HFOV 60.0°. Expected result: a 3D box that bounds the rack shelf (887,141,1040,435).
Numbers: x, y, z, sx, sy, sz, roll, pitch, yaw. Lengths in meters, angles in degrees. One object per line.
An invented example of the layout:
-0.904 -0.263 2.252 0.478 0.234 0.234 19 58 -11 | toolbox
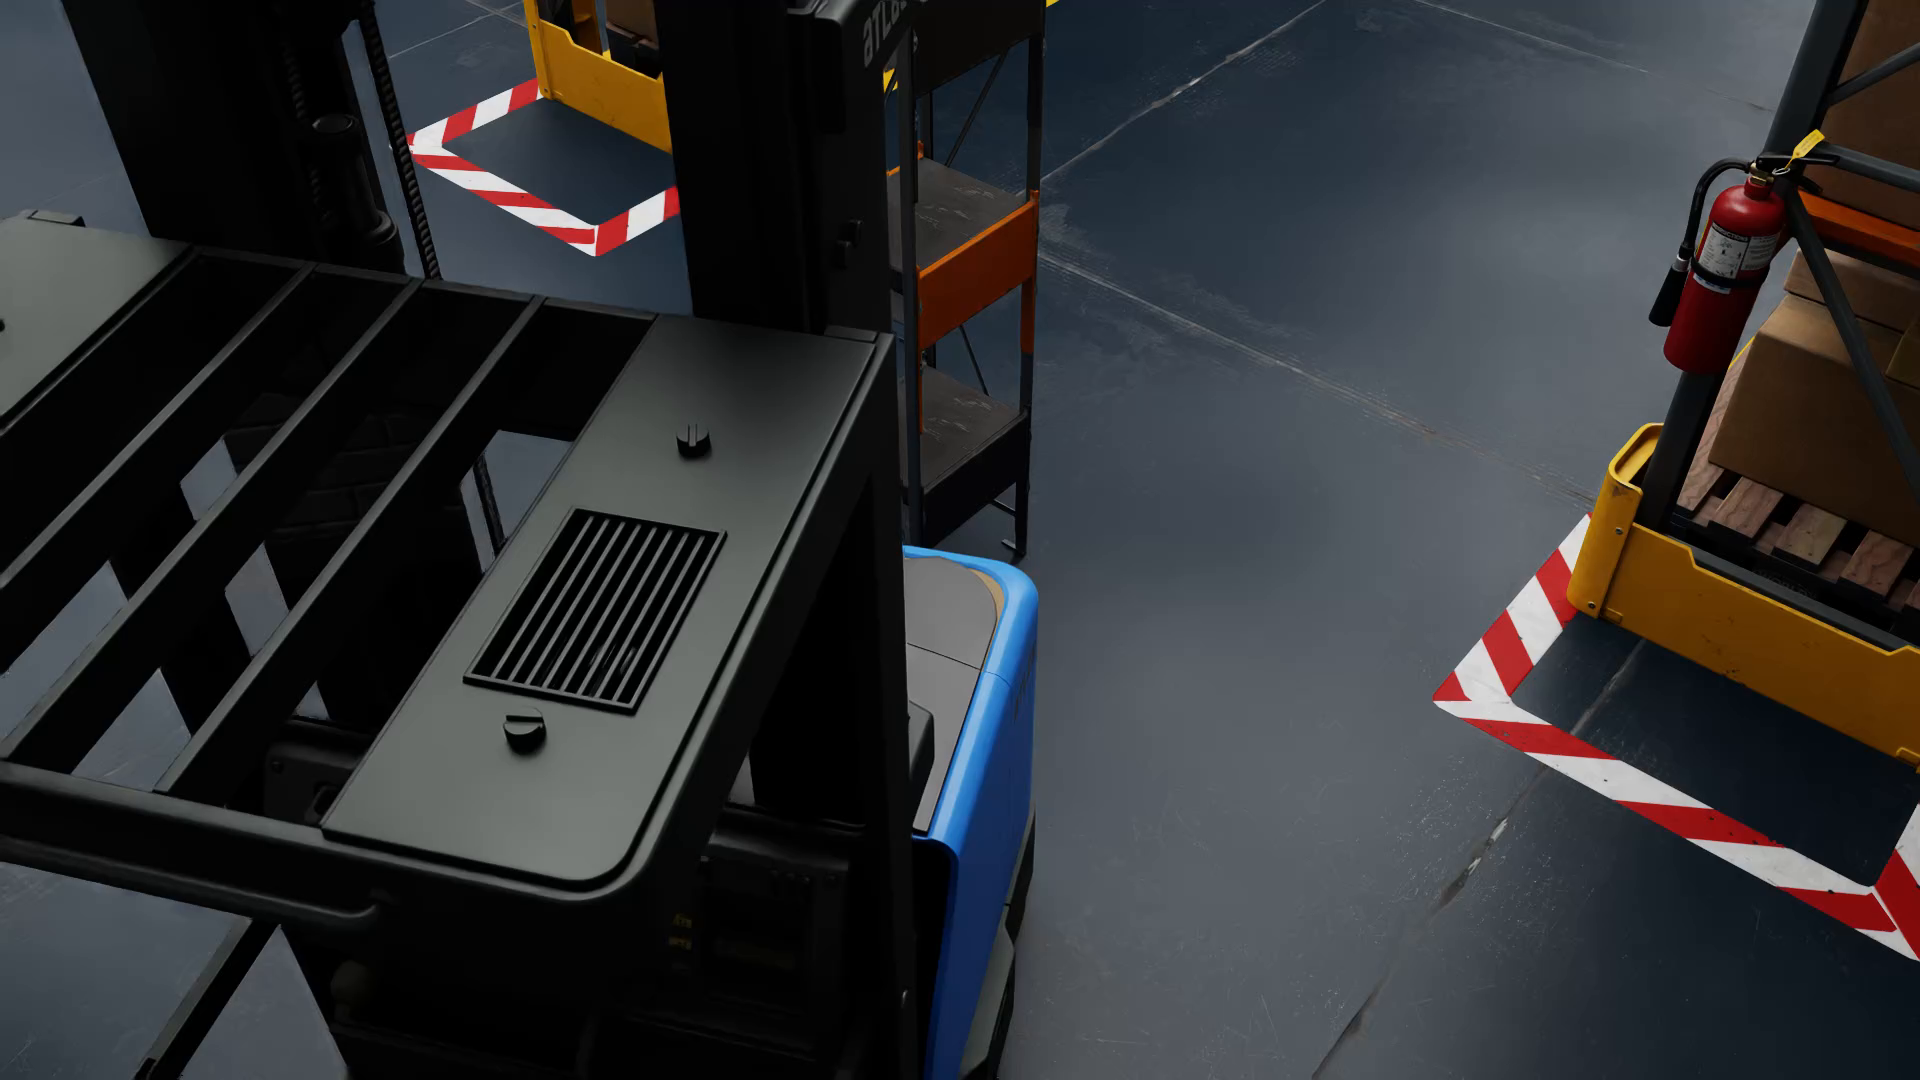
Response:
-0.107 -0.682 4.459 0.431 0.518 0.480 29 50 28 | rack shelf

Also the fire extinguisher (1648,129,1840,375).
1.940 -0.730 4.158 0.296 0.674 0.183 29 50 28 | fire extinguisher

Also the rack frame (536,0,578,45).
-1.404 -2.918 6.229 1.000 3.000 0.127 29 50 28 | rack frame

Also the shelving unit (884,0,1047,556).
-0.107 -0.692 4.450 0.431 2.100 0.503 29 50 28 | shelving unit

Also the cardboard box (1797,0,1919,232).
2.711 -1.153 4.065 0.980 0.700 0.700 32 51 30 | cardboard box

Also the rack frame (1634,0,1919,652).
2.390 -0.775 3.872 1.000 3.000 0.127 29 50 28 | rack frame

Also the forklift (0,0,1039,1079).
-0.668 0.649 2.357 1.130 2.935 3.031 9 43 10 | forklift

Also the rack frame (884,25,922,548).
-0.264 -0.566 4.312 0.400 2.100 0.015 29 50 28 | rack frame

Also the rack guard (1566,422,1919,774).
2.375 0.162 4.700 1.175 0.500 0.348 29 50 28 | rack guard

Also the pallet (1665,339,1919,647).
2.845 -0.189 5.301 1.003 0.211 1.213 29 50 28 | pallet

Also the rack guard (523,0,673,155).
-1.355 -2.032 7.113 1.175 0.500 0.348 29 50 28 | rack guard

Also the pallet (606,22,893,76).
-0.842 -2.336 7.662 1.003 0.211 1.213 29 50 28 | pallet

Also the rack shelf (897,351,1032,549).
-0.107 -0.164 4.930 0.431 0.518 0.480 29 50 28 | rack shelf

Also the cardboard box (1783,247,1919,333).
2.707 -0.794 4.957 0.380 0.149 0.250 29 50 28 | cardboard box

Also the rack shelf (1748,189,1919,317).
3.678 -1.538 5.247 1.077 0.370 4.000 29 50 28 | rack shelf

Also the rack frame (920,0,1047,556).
0.050 -0.817 4.588 0.400 2.100 0.015 29 50 28 | rack frame

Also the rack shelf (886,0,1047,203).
-0.107 -1.199 3.988 0.431 0.518 0.480 29 50 28 | rack shelf

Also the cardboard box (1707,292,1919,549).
2.764 -0.409 5.016 0.700 0.500 0.500 29 50 28 | cardboard box

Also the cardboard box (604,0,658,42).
-1.242 -2.542 7.347 0.500 0.500 0.500 29 50 28 | cardboard box

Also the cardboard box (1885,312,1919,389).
2.837 -0.498 4.632 0.380 0.149 0.250 30 50 29 | cardboard box
